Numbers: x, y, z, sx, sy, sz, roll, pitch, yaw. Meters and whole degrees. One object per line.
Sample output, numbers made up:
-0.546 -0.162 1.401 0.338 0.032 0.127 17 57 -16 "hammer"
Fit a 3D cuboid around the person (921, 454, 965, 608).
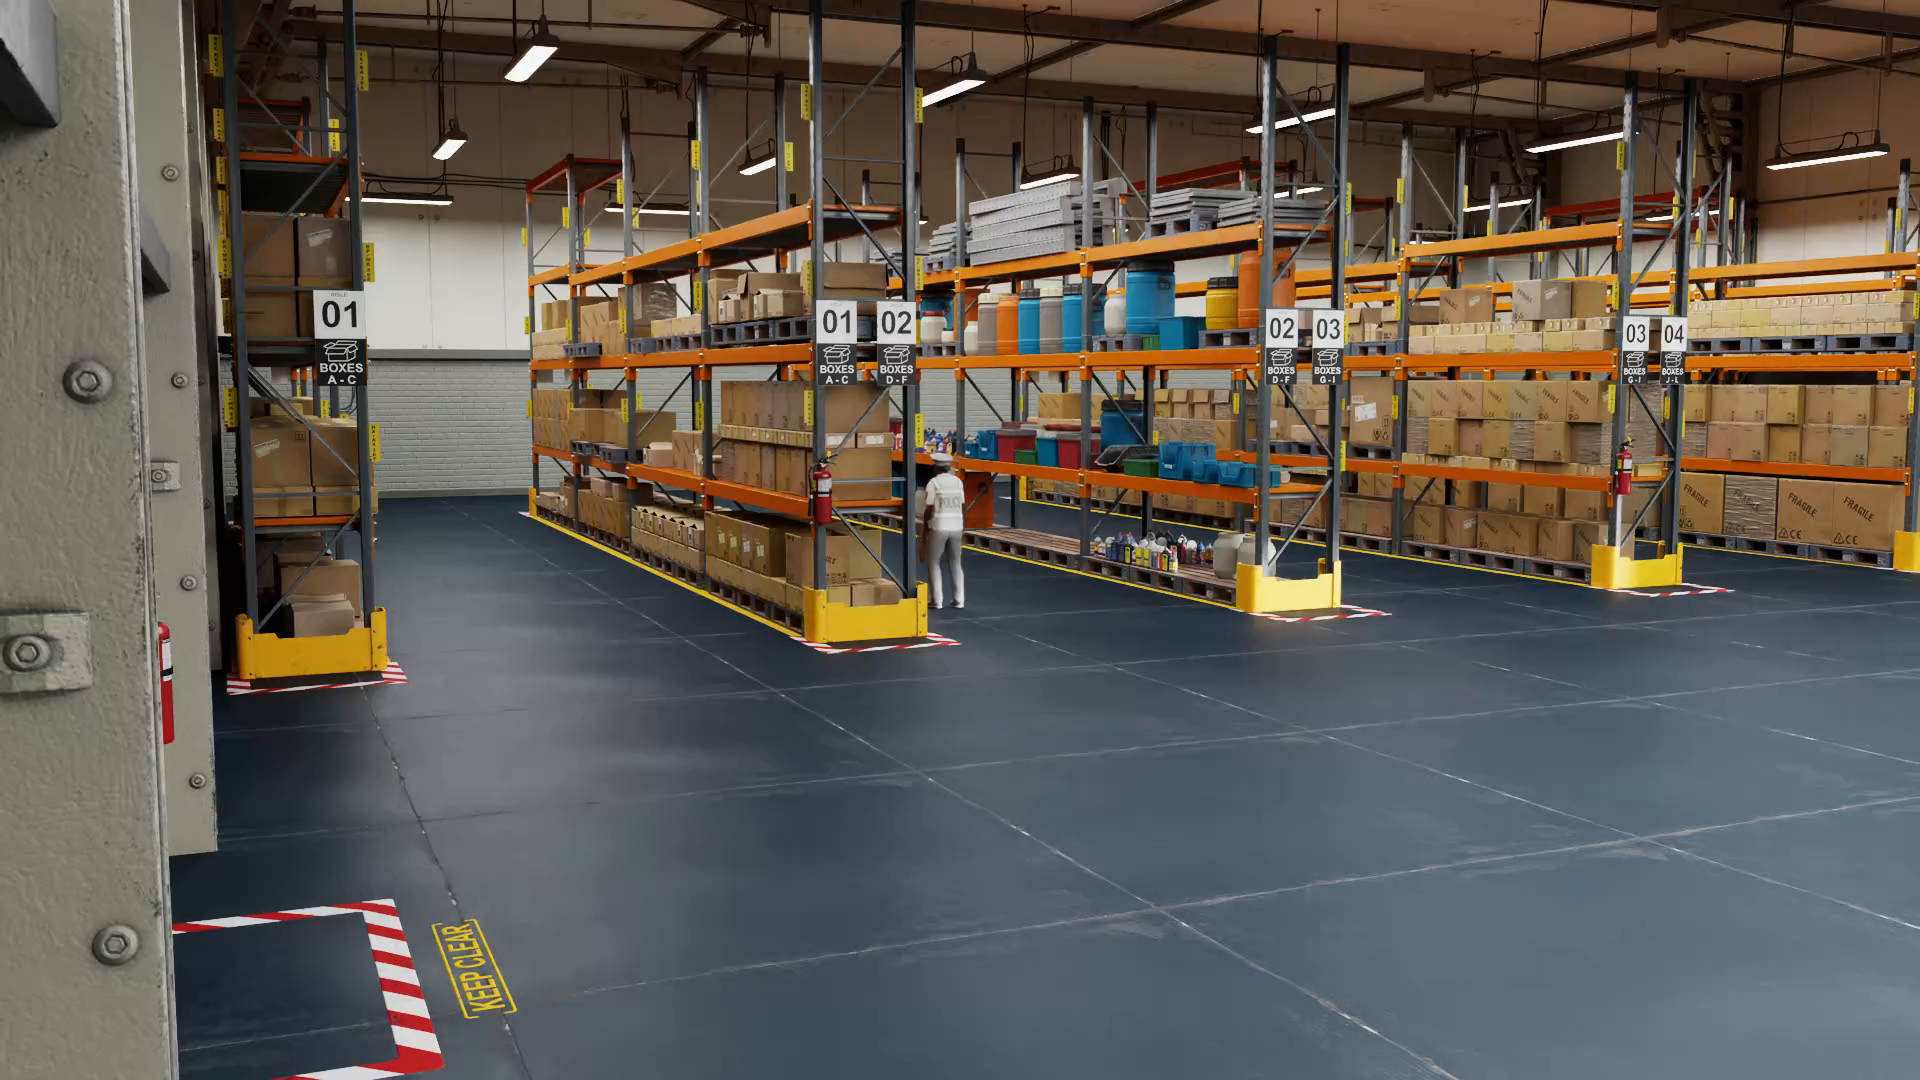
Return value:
-0.183 -0.088 17.923 0.522 1.659 0.417 -3 6 -26 "person"
